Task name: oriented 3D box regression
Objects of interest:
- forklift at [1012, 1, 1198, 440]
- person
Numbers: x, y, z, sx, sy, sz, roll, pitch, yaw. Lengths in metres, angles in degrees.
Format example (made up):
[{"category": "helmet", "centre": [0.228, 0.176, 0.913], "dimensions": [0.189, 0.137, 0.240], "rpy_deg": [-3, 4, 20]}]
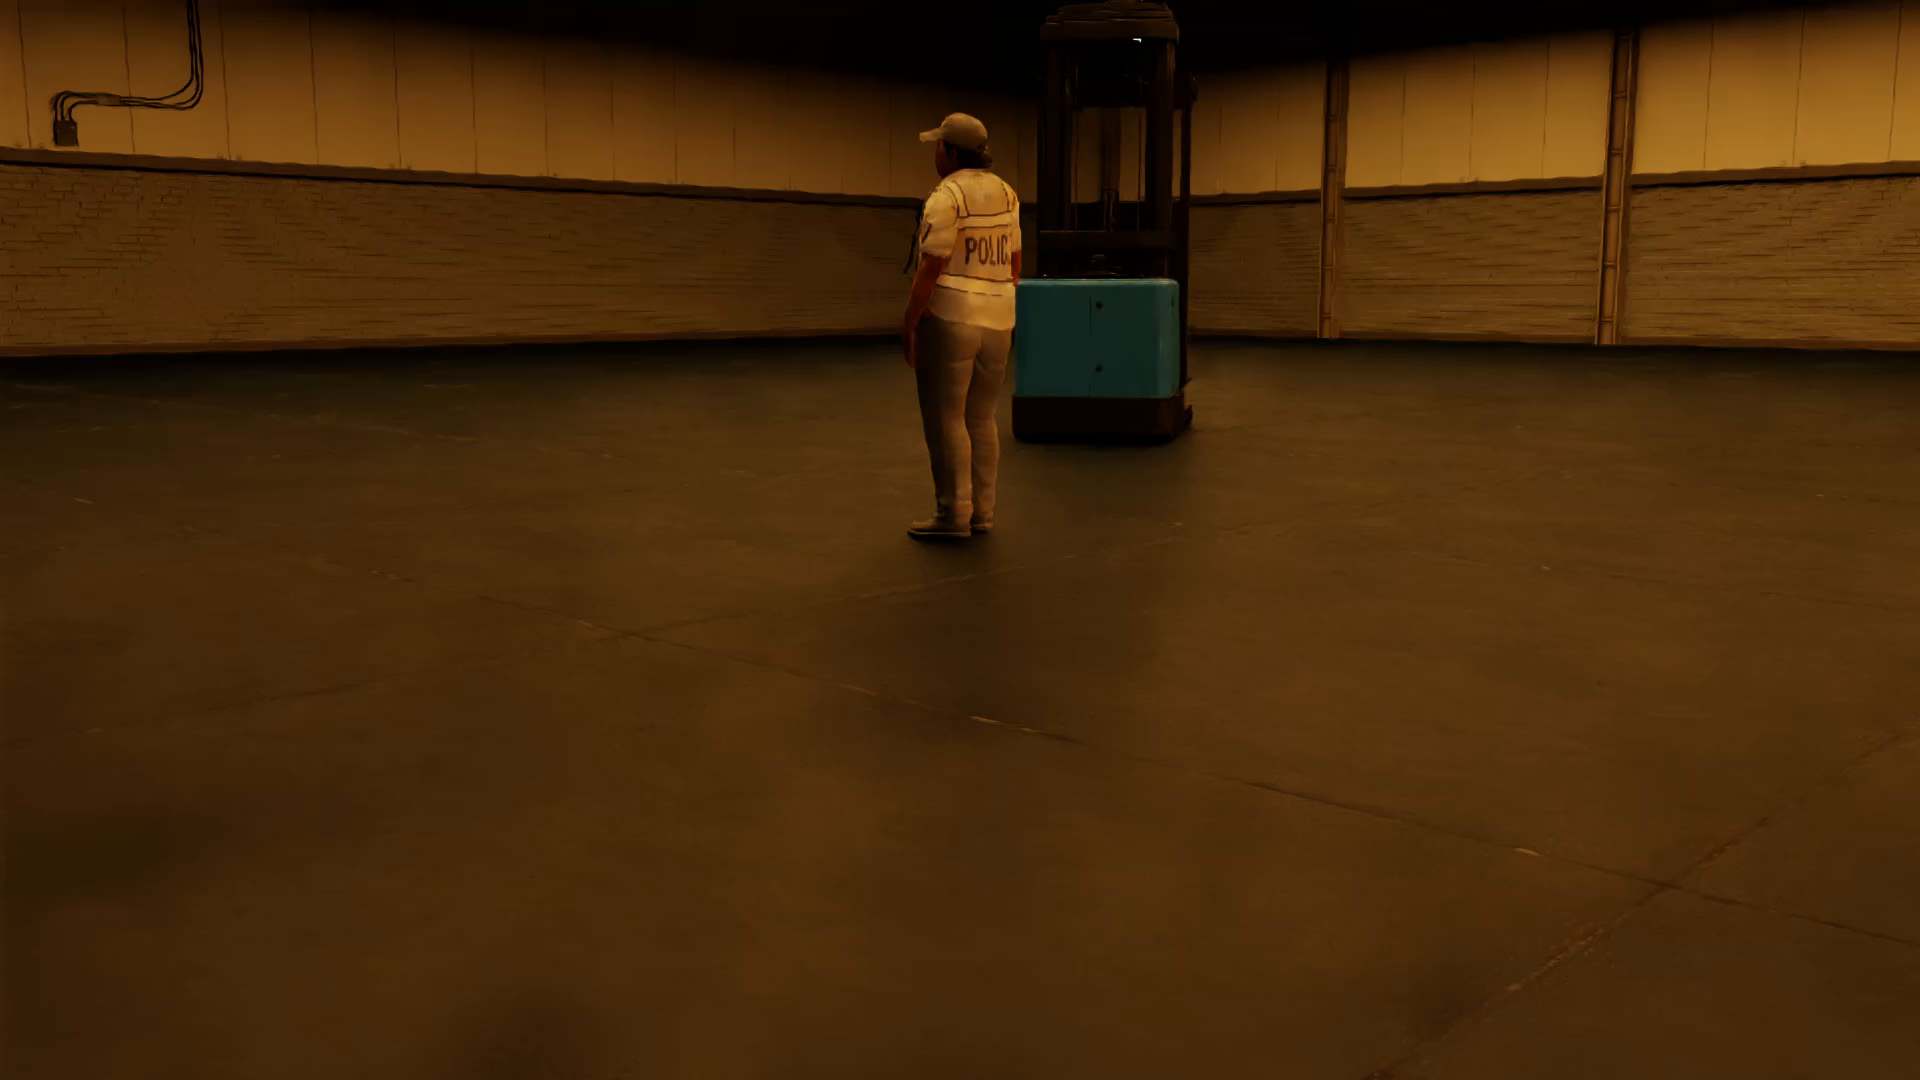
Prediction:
[{"category": "forklift", "centre": [1.141, -2.297, 12.127], "dimensions": [1.130, 2.935, 3.031], "rpy_deg": [2, 9, 11]}, {"category": "person", "centre": [-0.039, -0.842, 6.661], "dimensions": [0.529, 1.669, 0.598], "rpy_deg": [8, 12, 43]}]
